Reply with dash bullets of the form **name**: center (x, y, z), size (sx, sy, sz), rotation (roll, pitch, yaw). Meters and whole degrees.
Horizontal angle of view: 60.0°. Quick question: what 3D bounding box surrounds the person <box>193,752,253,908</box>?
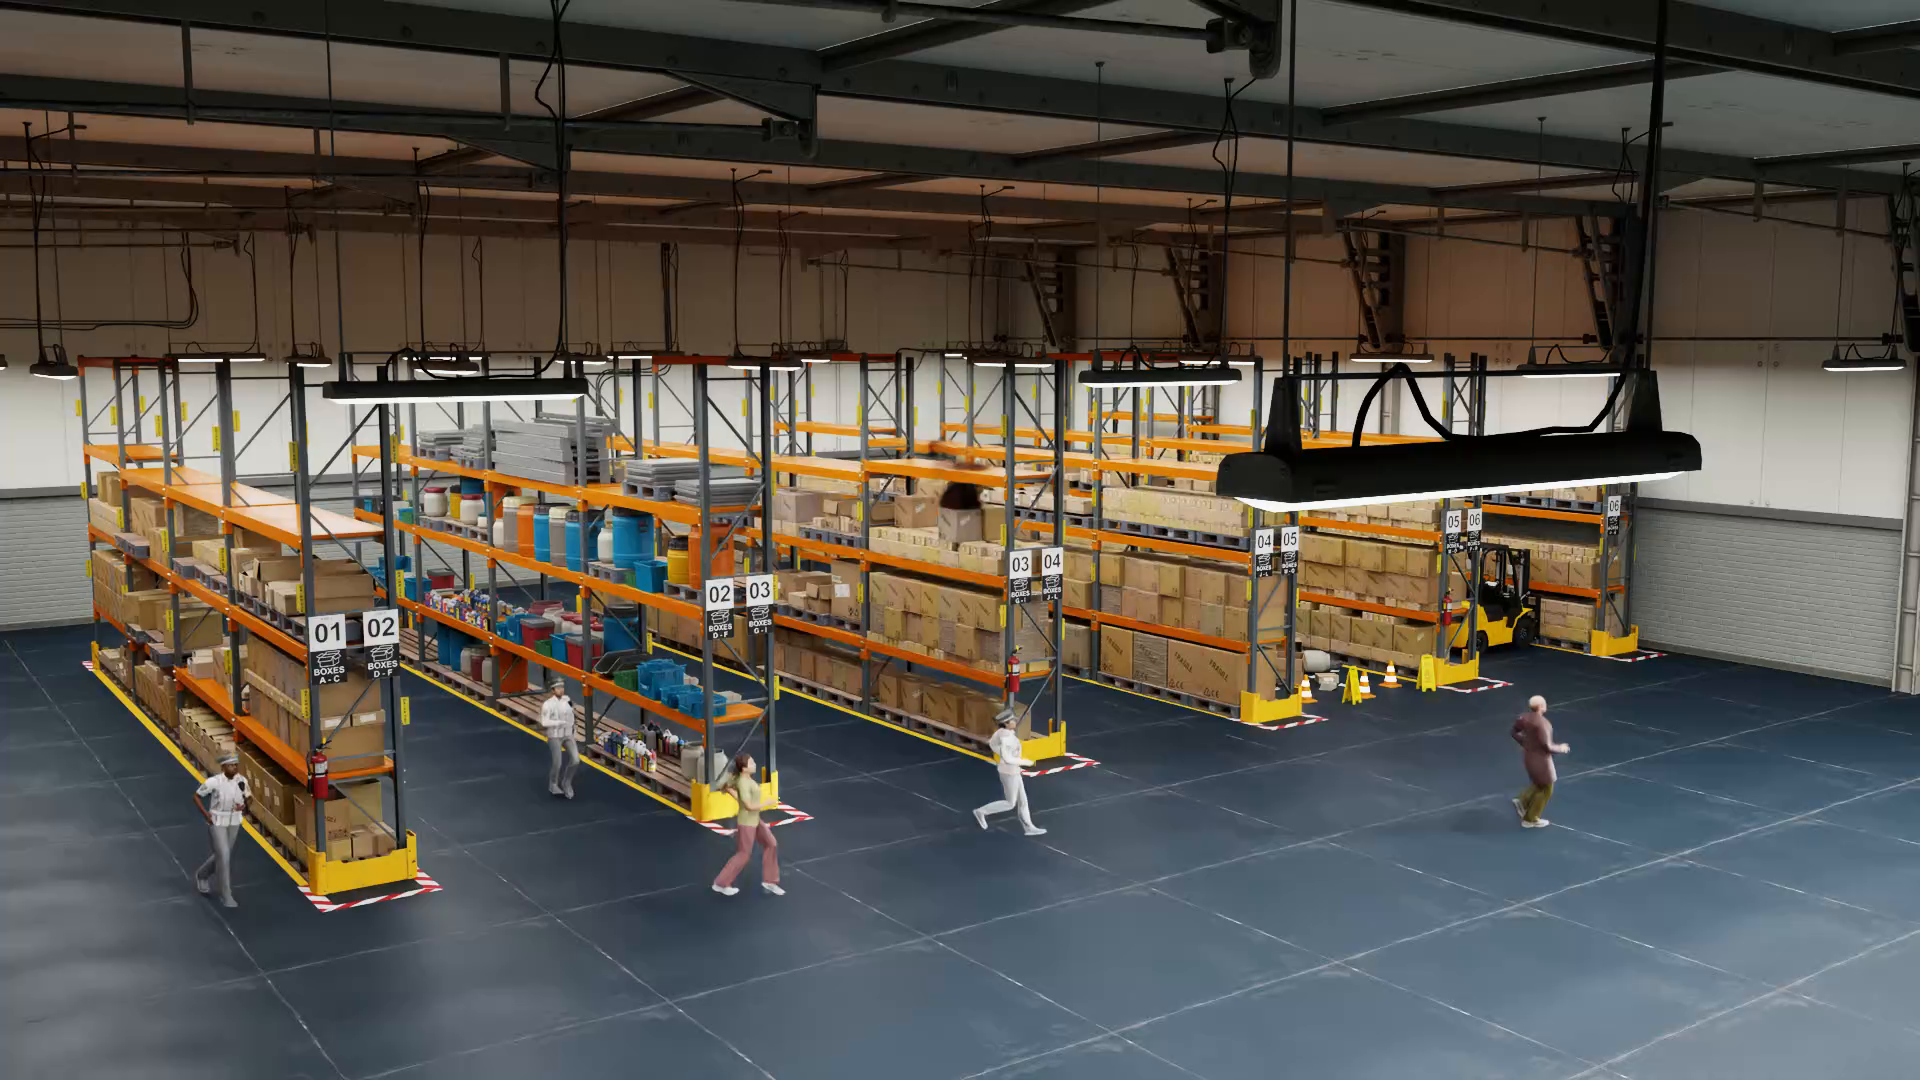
- **person**: center (-8.337, 3.241, 18.866), size (0.847, 1.730, 0.587), rotation (5, 8, 34)

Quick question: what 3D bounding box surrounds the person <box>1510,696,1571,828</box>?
- **person**: center (7.516, 2.860, 21.540), size (0.651, 1.729, 0.703), rotation (-1, 7, -11)

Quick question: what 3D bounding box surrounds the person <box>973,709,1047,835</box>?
- **person**: center (0.632, 2.947, 21.099), size (0.949, 1.656, 0.630), rotation (0, 7, -3)

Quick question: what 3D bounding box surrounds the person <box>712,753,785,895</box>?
- **person**: center (-2.404, 3.254, 18.846), size (0.825, 1.673, 0.578), rotation (-1, 7, -5)

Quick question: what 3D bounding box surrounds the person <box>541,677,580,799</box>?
- **person**: center (-5.465, 2.731, 22.889), size (0.594, 1.712, 0.638), rotation (-6, 9, -41)
